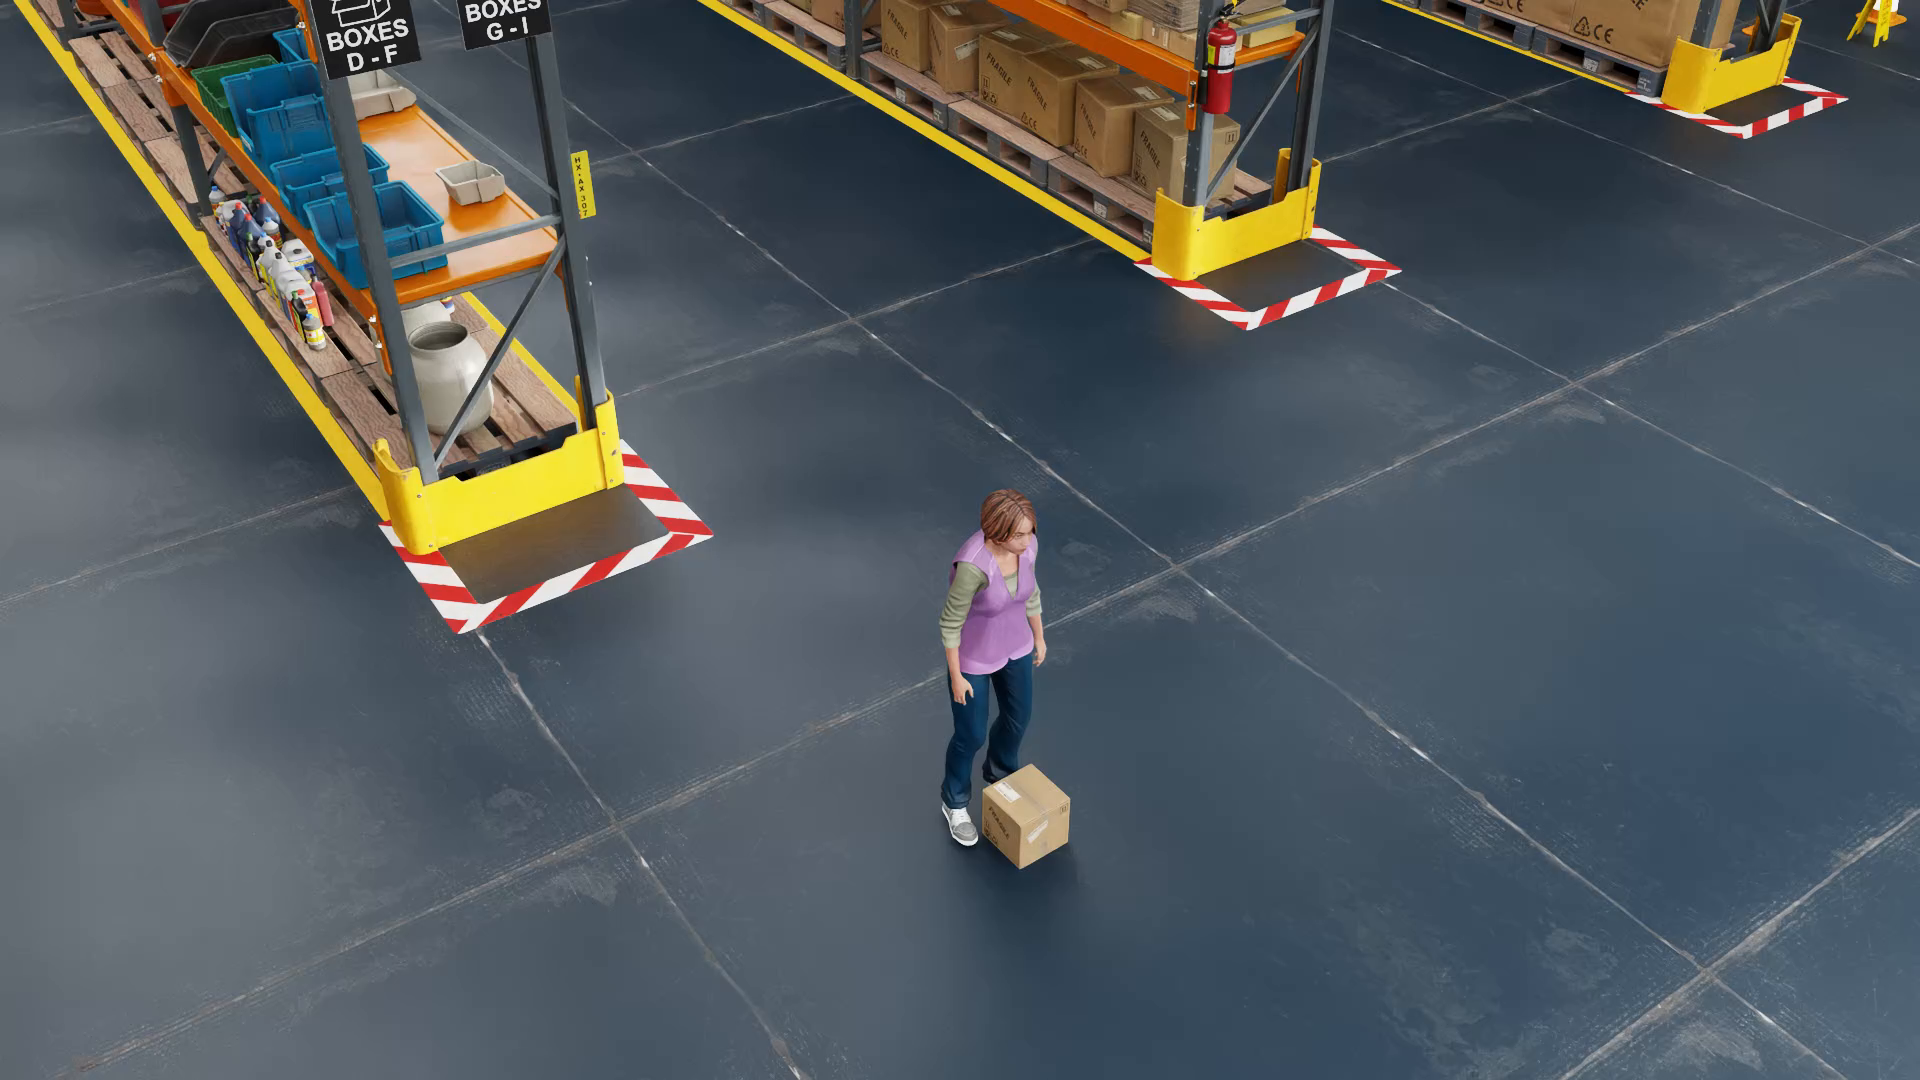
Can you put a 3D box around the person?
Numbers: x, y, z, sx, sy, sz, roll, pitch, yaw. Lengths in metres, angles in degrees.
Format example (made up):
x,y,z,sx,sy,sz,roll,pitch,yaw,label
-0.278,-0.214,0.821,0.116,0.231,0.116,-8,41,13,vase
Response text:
x,y,z,sx,sy,sz,roll,pitch,yaw,label
0.132,0.464,6.398,0.484,1.583,0.370,-25,44,-30,person
